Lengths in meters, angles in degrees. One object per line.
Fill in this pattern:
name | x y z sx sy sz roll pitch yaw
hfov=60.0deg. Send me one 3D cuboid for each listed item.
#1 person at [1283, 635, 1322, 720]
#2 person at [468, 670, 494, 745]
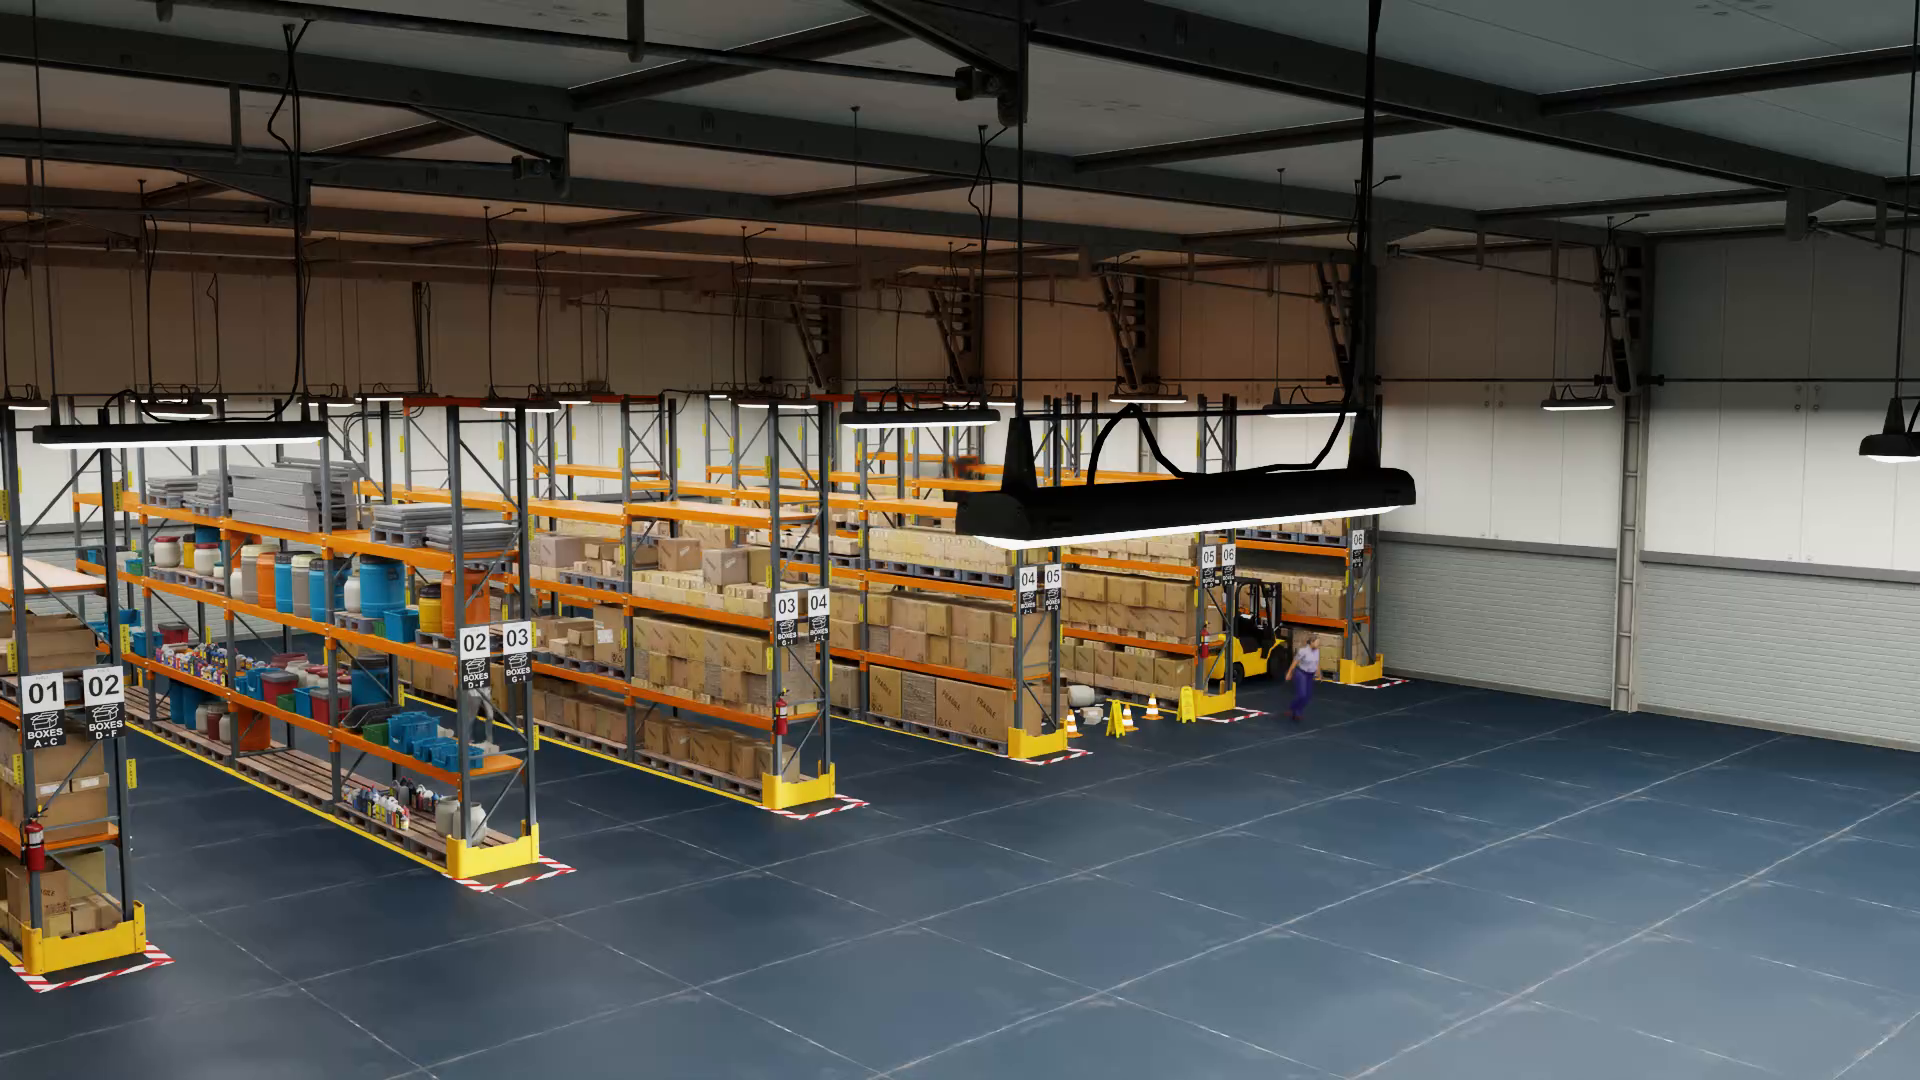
person | 6.372 2.567 30.894 0.651 1.589 0.534 -5 7 -40
person | -8.276 2.720 28.599 0.553 1.740 0.846 -5 8 -43
